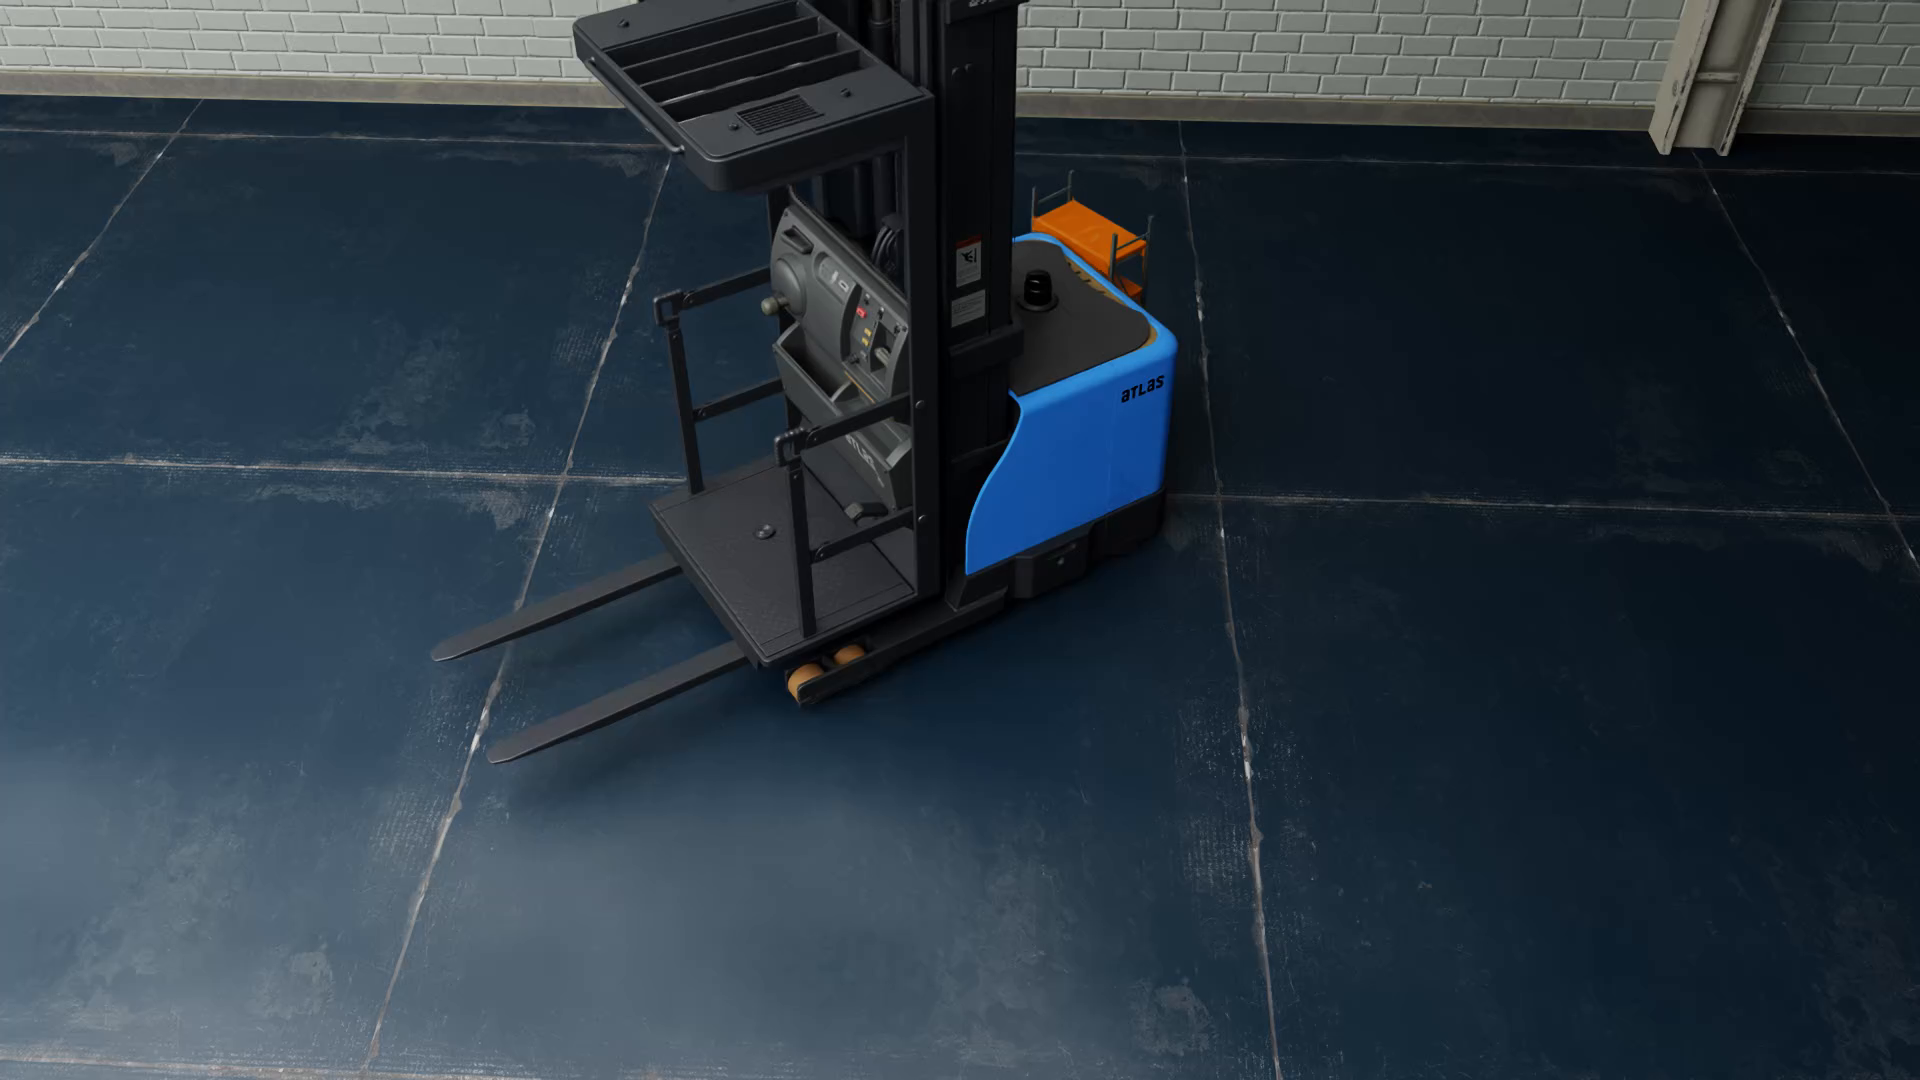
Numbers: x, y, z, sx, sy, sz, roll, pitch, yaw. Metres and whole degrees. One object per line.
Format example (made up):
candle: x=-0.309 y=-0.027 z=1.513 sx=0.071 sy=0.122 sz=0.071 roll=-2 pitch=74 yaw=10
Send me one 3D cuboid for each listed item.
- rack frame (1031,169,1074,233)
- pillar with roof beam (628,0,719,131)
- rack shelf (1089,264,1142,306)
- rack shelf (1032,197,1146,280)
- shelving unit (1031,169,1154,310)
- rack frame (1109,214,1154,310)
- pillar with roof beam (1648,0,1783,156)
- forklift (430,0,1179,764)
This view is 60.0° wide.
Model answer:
rack frame: x=0.405 y=-1.135 z=7.672 sx=0.240 sy=1.200 sz=0.015 roll=-30 pitch=51 yaw=-29
pillar with roof beam: x=-1.868 y=-2.911 z=3.858 sx=0.400 sy=9.000 sz=9.100 roll=2 pitch=43 yaw=2
rack shelf: x=0.566 y=-1.125 z=7.431 sx=0.258 sy=0.148 sz=0.480 roll=-30 pitch=51 yaw=-29
rack shelf: x=0.568 y=-1.299 z=7.271 sx=0.258 sy=0.148 sz=0.480 roll=-30 pitch=51 yaw=-29
shelving unit: x=0.565 y=-1.010 z=7.537 sx=0.258 sy=1.200 sz=0.503 roll=-30 pitch=51 yaw=-29
rack frame: x=0.726 y=-0.885 z=7.403 sx=0.240 sy=1.200 sz=0.015 roll=-30 pitch=51 yaw=-29
pillar with roof beam: x=4.126 y=-2.726 z=3.660 sx=0.400 sy=9.000 sz=9.100 roll=2 pitch=43 yaw=2
forklift: x=-0.627 y=-0.829 z=6.075 sx=3.031 sy=2.935 sz=1.130 roll=-23 pitch=48 yaw=-23
